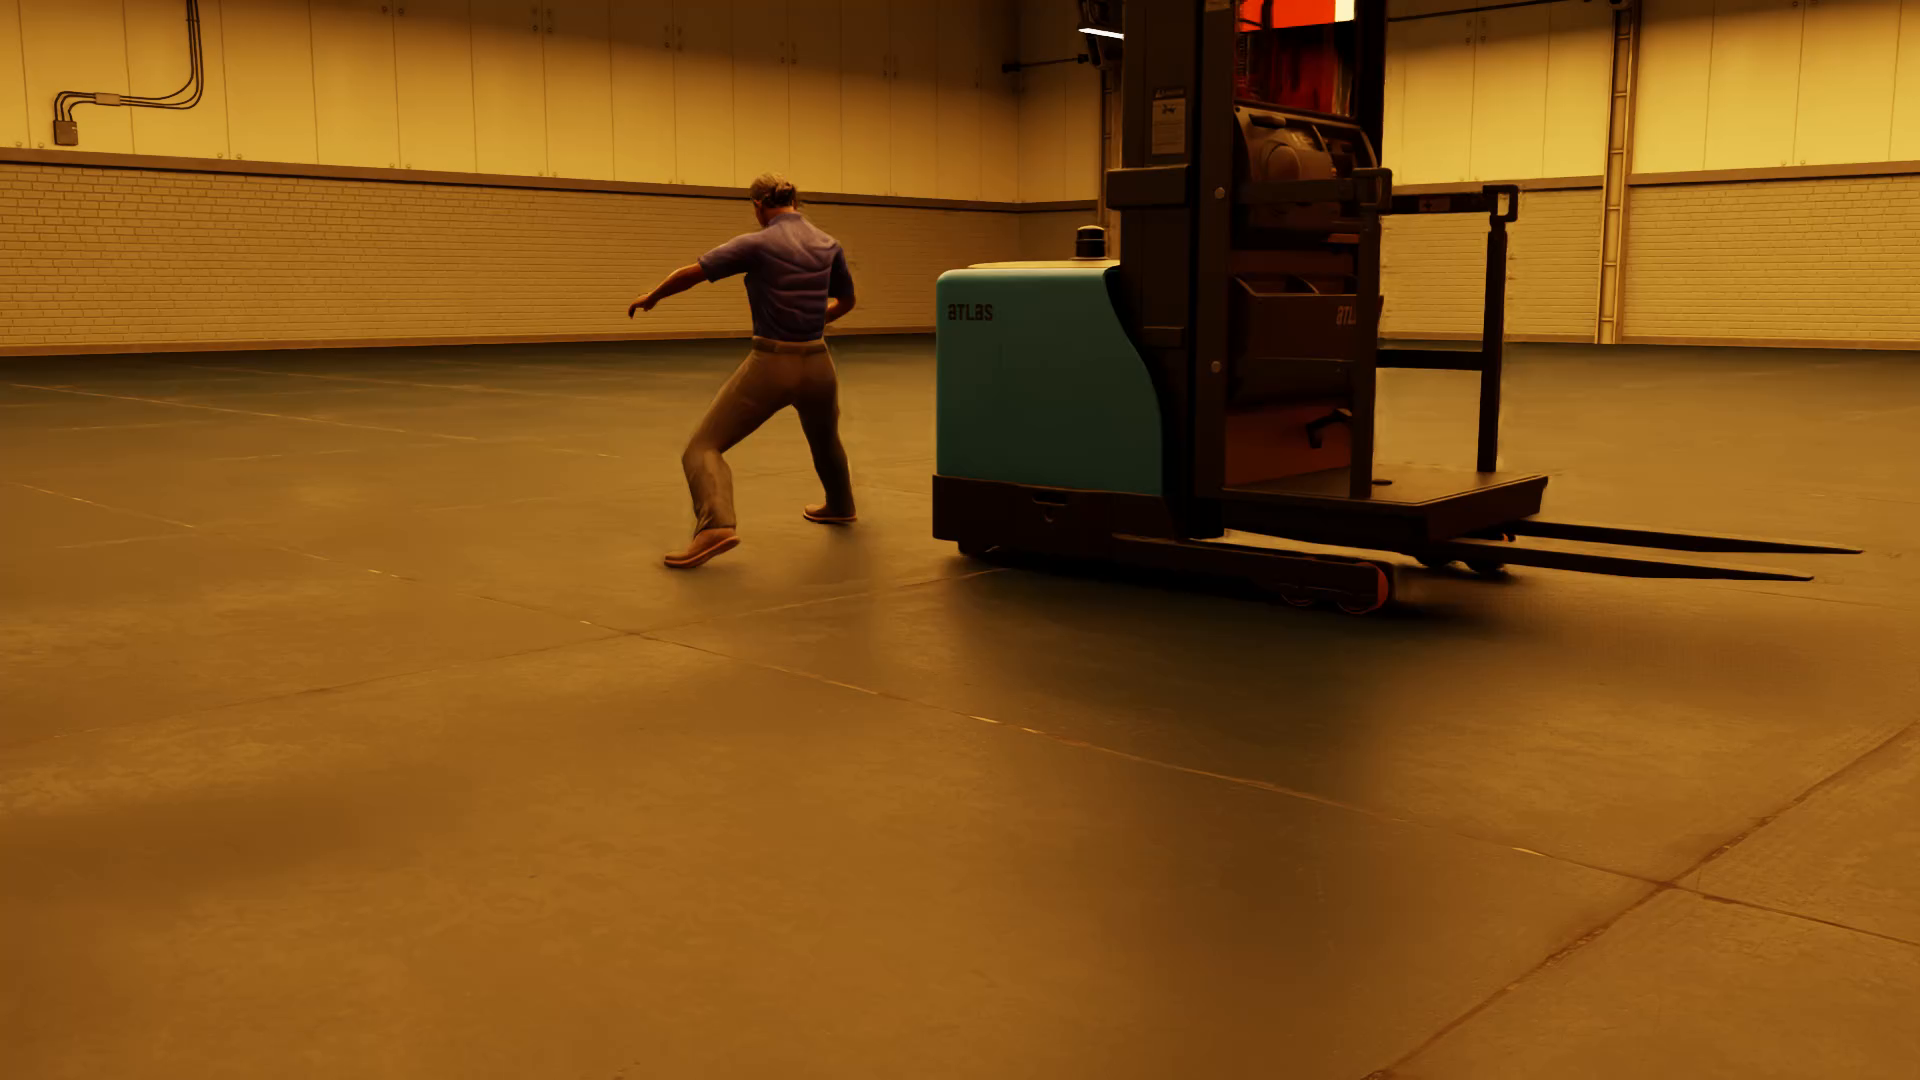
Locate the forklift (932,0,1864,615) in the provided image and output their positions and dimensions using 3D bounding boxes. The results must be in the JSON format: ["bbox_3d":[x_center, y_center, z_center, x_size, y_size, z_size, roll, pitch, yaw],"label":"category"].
[{"bbox_3d":[1.353,-1.305,5.540,3.031,2.935,1.130,7,11,39],"label":"forklift"}]

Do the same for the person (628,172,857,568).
[{"bbox_3d":[-0.785,-0.695,6.513,1.176,1.463,0.911,-7,11,-37],"label":"person"}]
